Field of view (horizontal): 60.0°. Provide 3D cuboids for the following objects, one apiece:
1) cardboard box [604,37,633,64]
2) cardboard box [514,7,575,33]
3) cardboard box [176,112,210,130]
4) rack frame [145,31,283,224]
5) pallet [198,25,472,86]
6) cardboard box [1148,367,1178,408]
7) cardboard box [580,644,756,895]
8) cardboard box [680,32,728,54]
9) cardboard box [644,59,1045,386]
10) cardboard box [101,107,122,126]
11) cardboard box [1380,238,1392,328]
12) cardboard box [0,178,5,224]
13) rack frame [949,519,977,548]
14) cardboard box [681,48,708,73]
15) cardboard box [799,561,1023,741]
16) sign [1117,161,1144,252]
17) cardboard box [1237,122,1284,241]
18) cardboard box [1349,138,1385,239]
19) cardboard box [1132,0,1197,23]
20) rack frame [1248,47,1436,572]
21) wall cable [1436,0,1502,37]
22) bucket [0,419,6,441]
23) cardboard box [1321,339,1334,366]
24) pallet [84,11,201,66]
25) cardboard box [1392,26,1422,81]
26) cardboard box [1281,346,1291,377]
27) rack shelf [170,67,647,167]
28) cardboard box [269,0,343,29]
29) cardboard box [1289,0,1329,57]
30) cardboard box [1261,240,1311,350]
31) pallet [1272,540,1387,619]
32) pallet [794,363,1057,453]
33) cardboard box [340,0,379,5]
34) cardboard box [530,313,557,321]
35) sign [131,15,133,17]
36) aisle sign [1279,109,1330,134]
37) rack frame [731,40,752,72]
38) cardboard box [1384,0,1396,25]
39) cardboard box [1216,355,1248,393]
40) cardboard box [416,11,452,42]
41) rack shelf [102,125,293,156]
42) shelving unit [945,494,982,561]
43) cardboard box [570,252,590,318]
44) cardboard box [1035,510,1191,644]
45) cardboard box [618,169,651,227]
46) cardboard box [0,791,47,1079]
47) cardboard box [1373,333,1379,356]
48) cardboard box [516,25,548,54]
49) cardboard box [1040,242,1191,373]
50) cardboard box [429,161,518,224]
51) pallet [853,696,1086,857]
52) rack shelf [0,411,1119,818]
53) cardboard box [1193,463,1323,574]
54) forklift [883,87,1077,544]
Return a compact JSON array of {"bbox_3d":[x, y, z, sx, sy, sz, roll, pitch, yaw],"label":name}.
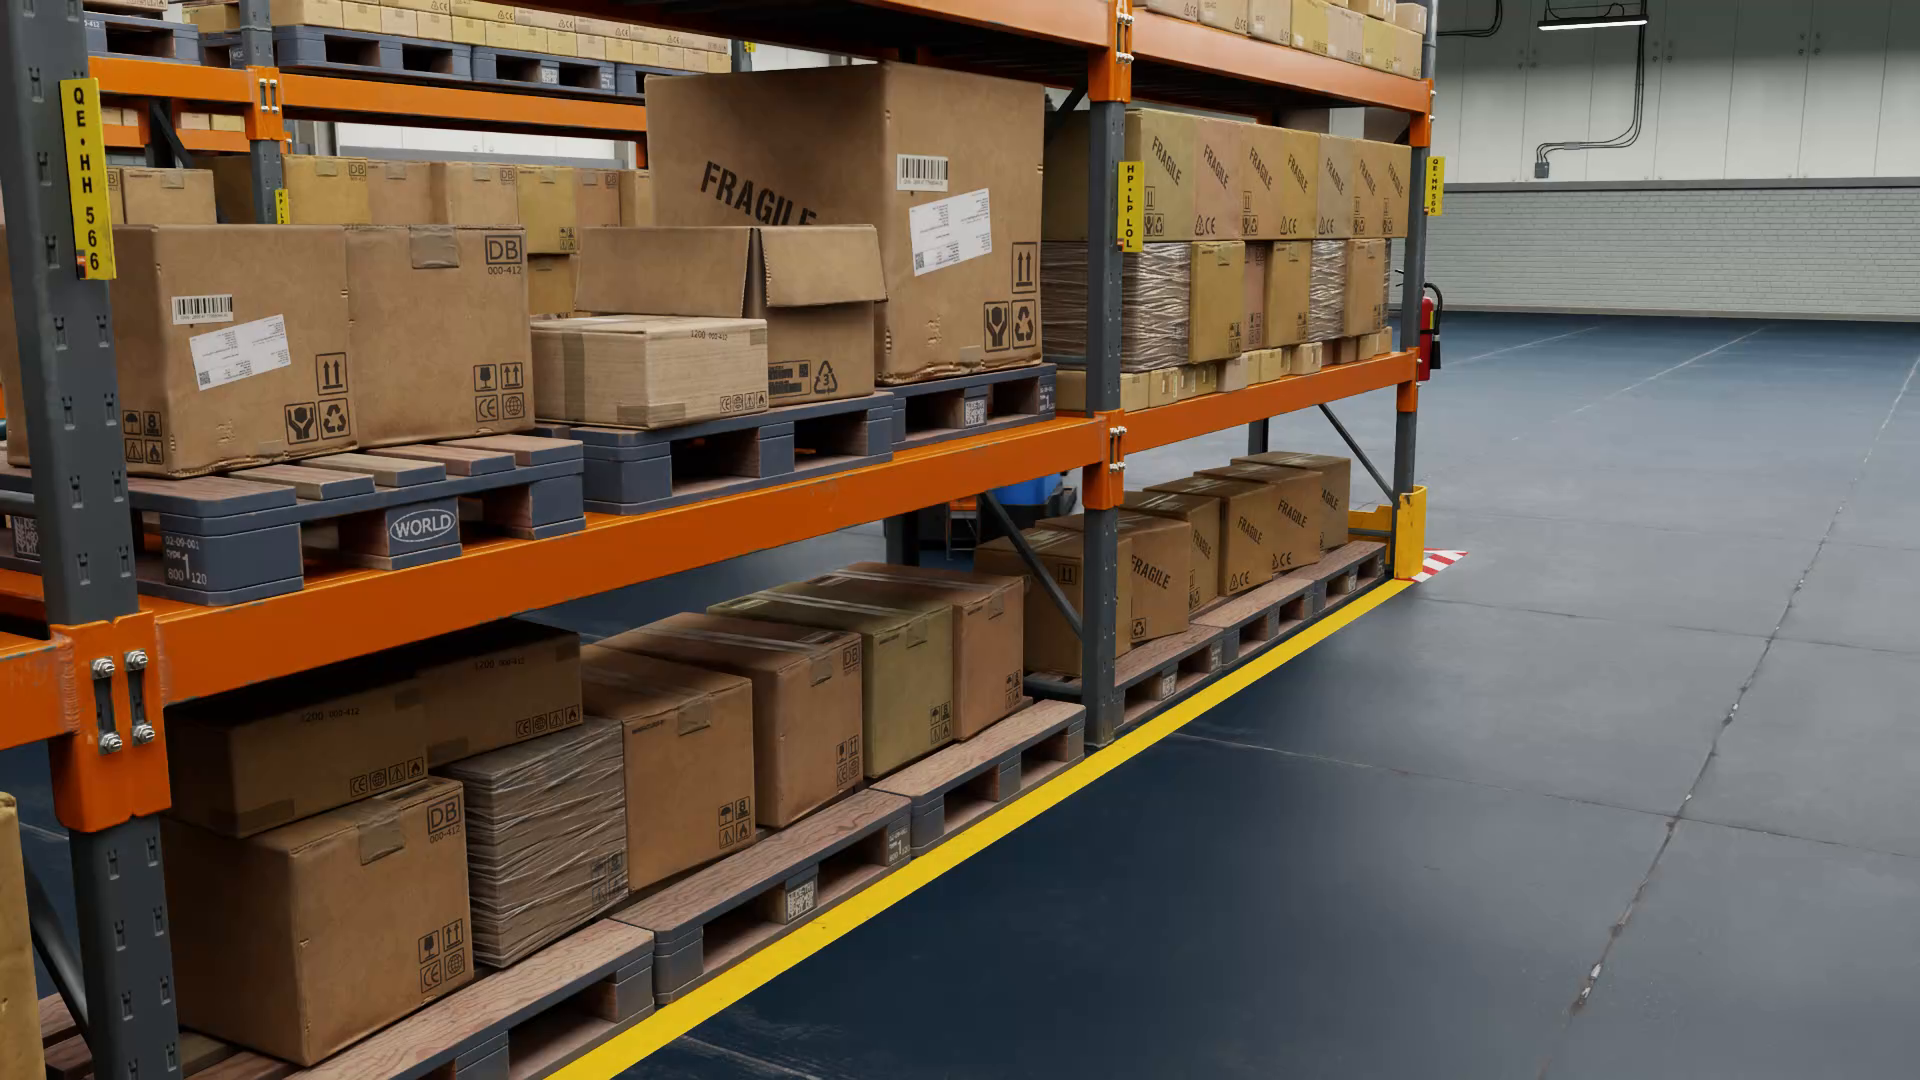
[{"bbox_3d":[-2.370,-3.191,10.879,0.380,0.149,0.250,6,12,30],"label":"cardboard box"},{"bbox_3d":[-2.757,-3.291,10.331,0.500,0.250,0.500,7,12,31],"label":"cardboard box"},{"bbox_3d":[-6.456,-3.473,13.801,0.380,0.149,0.250,7,13,32],"label":"cardboard box"},{"bbox_3d":[-4.035,-1.200,9.127,1.000,3.000,0.127,6,12,31],"label":"rack frame"},{"bbox_3d":[-3.601,-2.758,9.541,1.003,0.211,1.213,6,12,31],"label":"pallet"},{"bbox_3d":[0.662,-0.630,6.764,0.380,0.149,0.250,6,12,31],"label":"cardboard box"},{"bbox_3d":[-1.029,0.646,4.865,0.700,0.500,0.500,8,13,35],"label":"cardboard box"},{"bbox_3d":[-1.973,-3.528,11.596,0.500,0.250,0.500,7,12,31],"label":"cardboard box"},{"bbox_3d":[-0.380,-1.100,5.821,1.000,1.000,1.000,6,12,31],"label":"cardboard box"},{"bbox_3d":[-6.876,-3.355,13.171,0.380,0.149,0.250,6,12,29],"label":"cardboard box"},{"bbox_3d":[1.920,-1.451,9.386,0.875,0.500,0.500,6,12,31],"label":"cardboard box"},{"bbox_3d":[-4.816,-1.501,7.748,0.700,0.500,0.500,6,12,31],"label":"cardboard box"},{"bbox_3d":[0.026,-0.444,10.288,0.200,1.050,0.008,0,15,2],"label":"rack frame"},{"bbox_3d":[-1.973,-3.311,11.523,0.380,0.149,0.250,7,12,31],"label":"cardboard box"},{"bbox_3d":[-0.185,0.397,6.195,0.700,0.500,0.500,5,12,26],"label":"cardboard box"},{"bbox_3d":[0.628,-1.227,6.124,0.100,0.325,0.005,6,12,31],"label":"sign"},{"bbox_3d":[1.121,-1.601,7.471,0.500,0.500,0.500,6,12,31],"label":"cardboard box"},{"bbox_3d":[1.900,-1.837,8.731,0.500,0.500,0.500,6,12,31],"label":"cardboard box"},{"bbox_3d":[0.604,-2.157,6.496,0.500,0.250,0.500,6,12,28],"label":"cardboard box"},{"bbox_3d":[2.229,-1.339,9.871,1.000,3.000,0.127,6,12,31],"label":"rack frame"},{"bbox_3d":[11.575,-13.378,40.226,3.097,2.526,0.112,6,12,31],"label":"wall cable"},{"bbox_3d":[-5.935,-0.580,10.579,0.620,0.611,0.726,-20,21,-35],"label":"bucket"},{"bbox_3d":[1.733,-0.995,8.712,0.380,0.149,0.250,6,12,31],"label":"cardboard box"},{"bbox_3d":[-4.469,-2.431,8.073,0.805,0.209,1.217,6,12,28],"label":"pallet"},{"bbox_3d":[2.195,-2.640,9.074,0.500,0.250,0.500,7,13,32],"label":"cardboard box"},{"bbox_3d":[1.379,-0.873,8.061,0.380,0.149,0.250,6,12,31],"label":"cardboard box"},{"bbox_3d":[-2.996,-2.635,10.597,1.077,0.370,4.000,6,12,31],"label":"rack shelf"},{"bbox_3d":[-3.555,-2.831,8.958,0.380,0.149,0.250,6,12,30],"label":"cardboard box"},{"bbox_3d":[1.409,-2.402,7.802,0.500,0.250,0.500,6,12,30],"label":"cardboard box"},{"bbox_3d":[1.196,-1.209,8.093,0.875,0.500,0.500,6,12,31],"label":"cardboard box"},{"bbox_3d":[1.737,0.168,9.399,1.003,0.211,1.213,6,12,31],"label":"pallet"},{"bbox_3d":[-0.369,-0.510,5.961,1.003,0.211,1.213,6,12,31],"label":"pallet"},{"bbox_3d":[-3.542,-3.053,9.057,0.500,0.250,0.500,6,12,31],"label":"cardboard box"},{"bbox_3d":[-1.290,-0.510,4.663,0.396,0.266,0.258,6,12,29],"label":"cardboard box"},{"bbox_3d":[-4.510,-3.020,9.078,0.100,0.325,0.005,6,12,31],"label":"sign"},{"bbox_3d":[2.004,-2.655,9.837,0.394,0.787,0.004,6,12,31],"label":"aisle sign"},{"bbox_3d":[-1.958,-4.778,11.935,1.000,3.000,0.127,6,12,31],"label":"rack frame"},{"bbox_3d":[2.067,-2.779,8.735,0.380,0.149,0.250,6,12,28],"label":"cardboard box"},{"bbox_3d":[1.054,-0.747,7.392,0.380,0.149,0.250,6,12,31],"label":"cardboard box"},{"bbox_3d":[-3.161,-2.951,9.596,0.380,0.149,0.250,6,12,30],"label":"cardboard box"},{"bbox_3d":[-7.279,-3.092,13.038,1.077,0.370,4.000,6,12,31],"label":"rack shelf"},{"bbox_3d":[0.022,-0.413,10.171,0.215,1.050,0.252,0,15,2],"label":"shelving unit"},{"bbox_3d":[-2.777,-1.675,11.259,0.875,0.550,0.550,6,12,31],"label":"cardboard box"},{"bbox_3d":[0.685,0.162,7.503,0.500,0.500,0.500,-9,14,-39],"label":"cardboard box"},{"bbox_3d":[-2.390,-2.284,11.573,0.875,0.550,0.550,6,12,31],"label":"cardboard box"},{"bbox_3d":[-2.301,0.863,2.738,1.225,0.875,0.875,6,12,28],"label":"cardboard box"},{"bbox_3d":[2.127,-1.112,9.340,0.380,0.149,0.250,6,12,31],"label":"cardboard box"},{"bbox_3d":[-2.766,-3.070,10.236,0.380,0.149,0.250,7,12,31],"label":"cardboard box"},{"bbox_3d":[0.438,-0.970,6.821,0.875,0.500,0.500,6,12,31],"label":"cardboard box"},{"bbox_3d":[-3.230,-2.029,10.211,0.875,0.550,0.550,6,12,31],"label":"cardboard box"},{"bbox_3d":[-0.251,0.783,6.113,1.003,0.211,1.213,6,12,31],"label":"pallet"},{"bbox_3d":[-0.886,-0.042,4.897,1.077,0.370,4.000,6,12,31],"label":"rack shelf"},{"bbox_3d":[1.609,-0.123,9.027,0.500,0.500,0.500,-10,14,-43],"label":"cardboard box"},{"bbox_3d":[0.253,-1.637,11.650,1.130,2.935,3.031,2,11,9],"label":"forklift"}]
